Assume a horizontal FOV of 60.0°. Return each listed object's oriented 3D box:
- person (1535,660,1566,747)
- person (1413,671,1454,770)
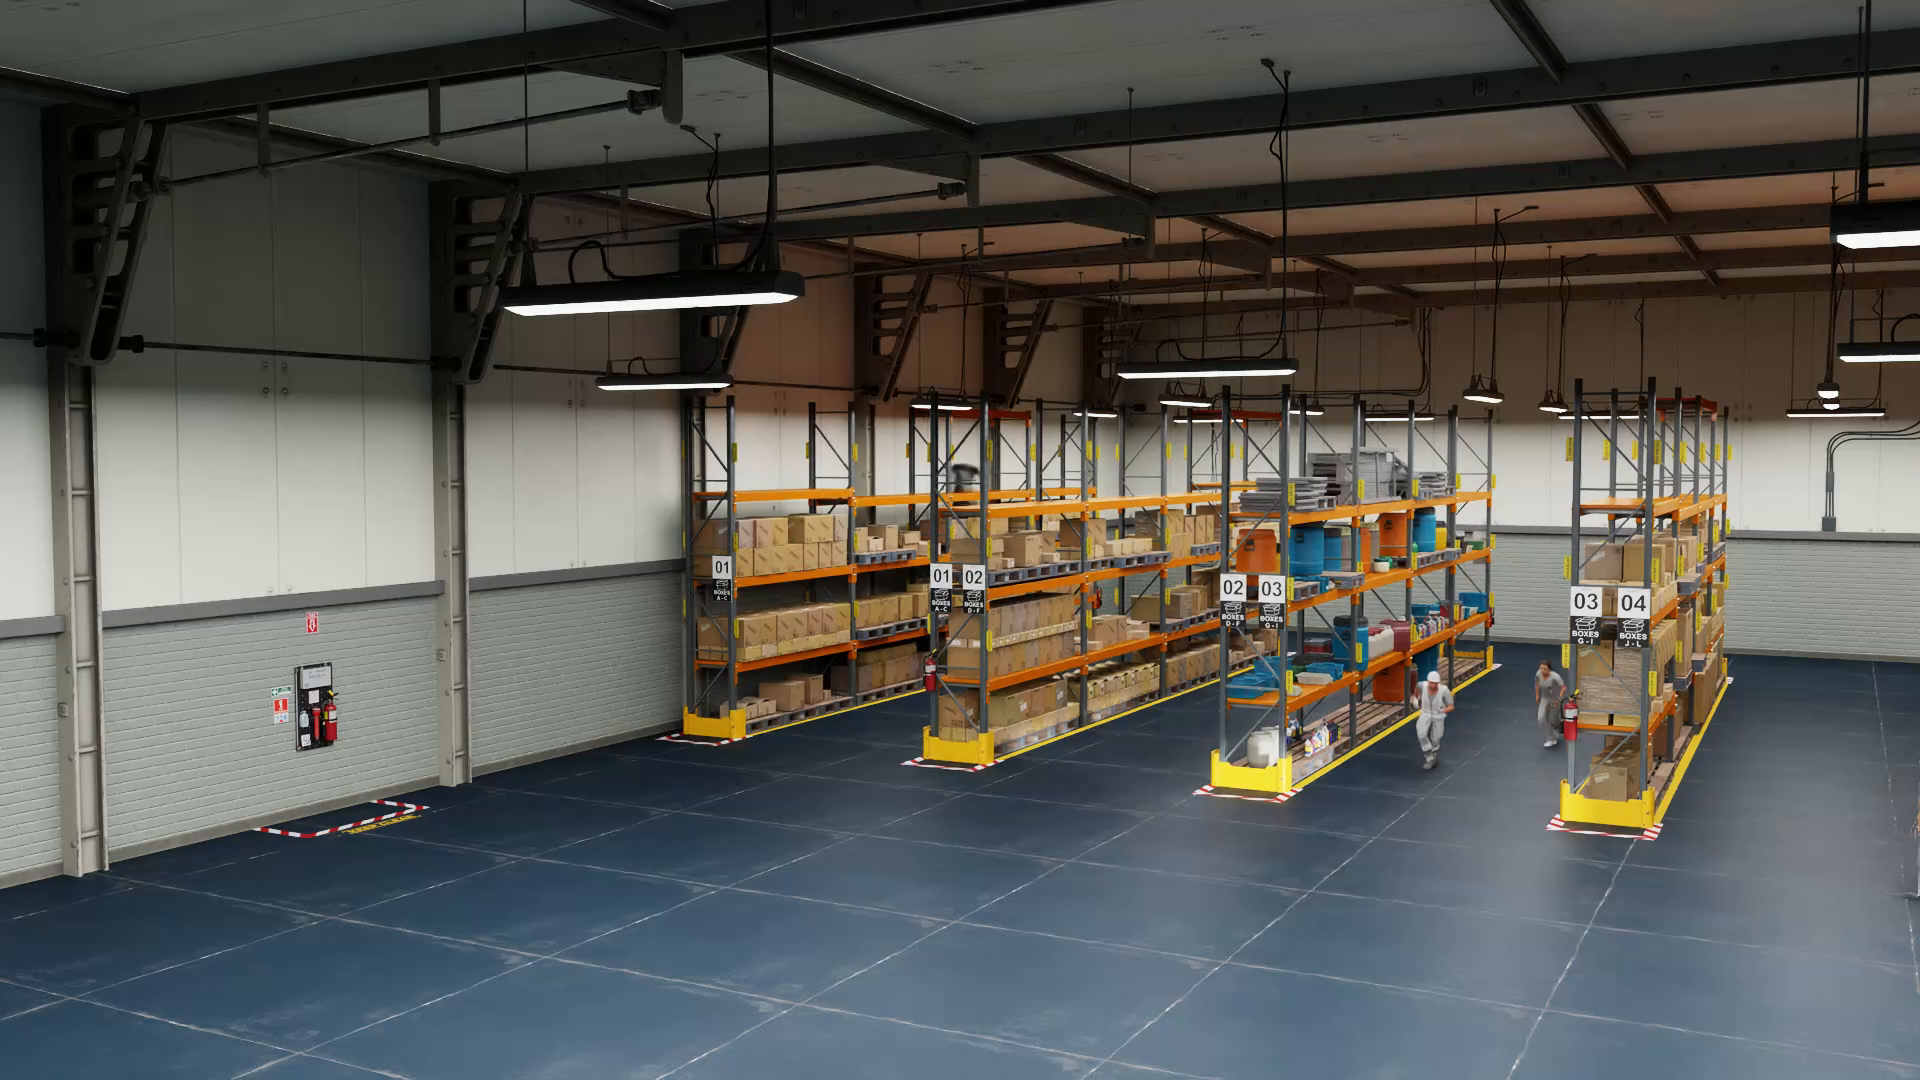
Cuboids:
[{"bbox_3d":[10.157,2.768,28.475,0.558,1.495,0.991,2,4,39],"label":"person"},{"bbox_3d":[7.485,2.812,26.301,0.677,1.571,1.116,1,3,22],"label":"person"}]
